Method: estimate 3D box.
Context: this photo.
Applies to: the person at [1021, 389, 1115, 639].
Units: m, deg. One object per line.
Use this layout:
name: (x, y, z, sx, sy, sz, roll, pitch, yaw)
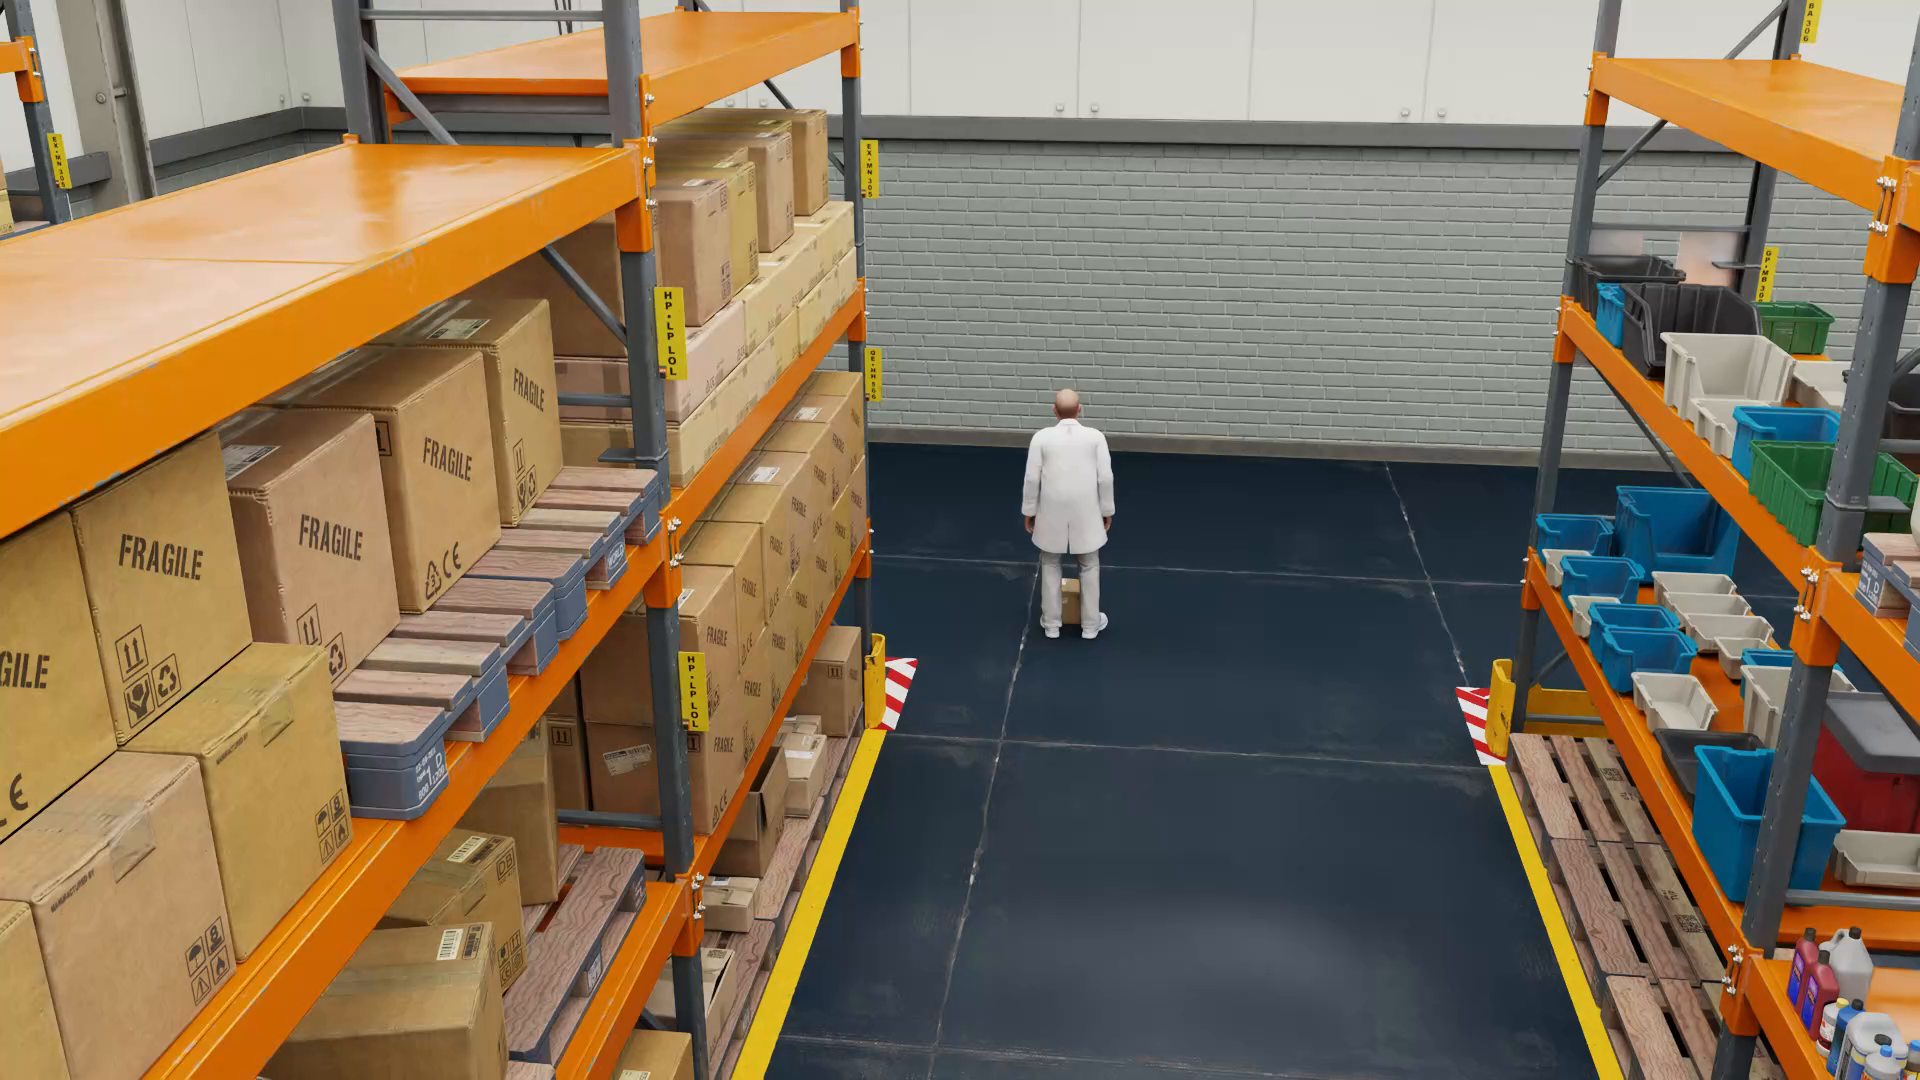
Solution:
person: (0.751, -0.180, 11.578, 0.649, 1.772, 0.429, 1, 21, 3)
